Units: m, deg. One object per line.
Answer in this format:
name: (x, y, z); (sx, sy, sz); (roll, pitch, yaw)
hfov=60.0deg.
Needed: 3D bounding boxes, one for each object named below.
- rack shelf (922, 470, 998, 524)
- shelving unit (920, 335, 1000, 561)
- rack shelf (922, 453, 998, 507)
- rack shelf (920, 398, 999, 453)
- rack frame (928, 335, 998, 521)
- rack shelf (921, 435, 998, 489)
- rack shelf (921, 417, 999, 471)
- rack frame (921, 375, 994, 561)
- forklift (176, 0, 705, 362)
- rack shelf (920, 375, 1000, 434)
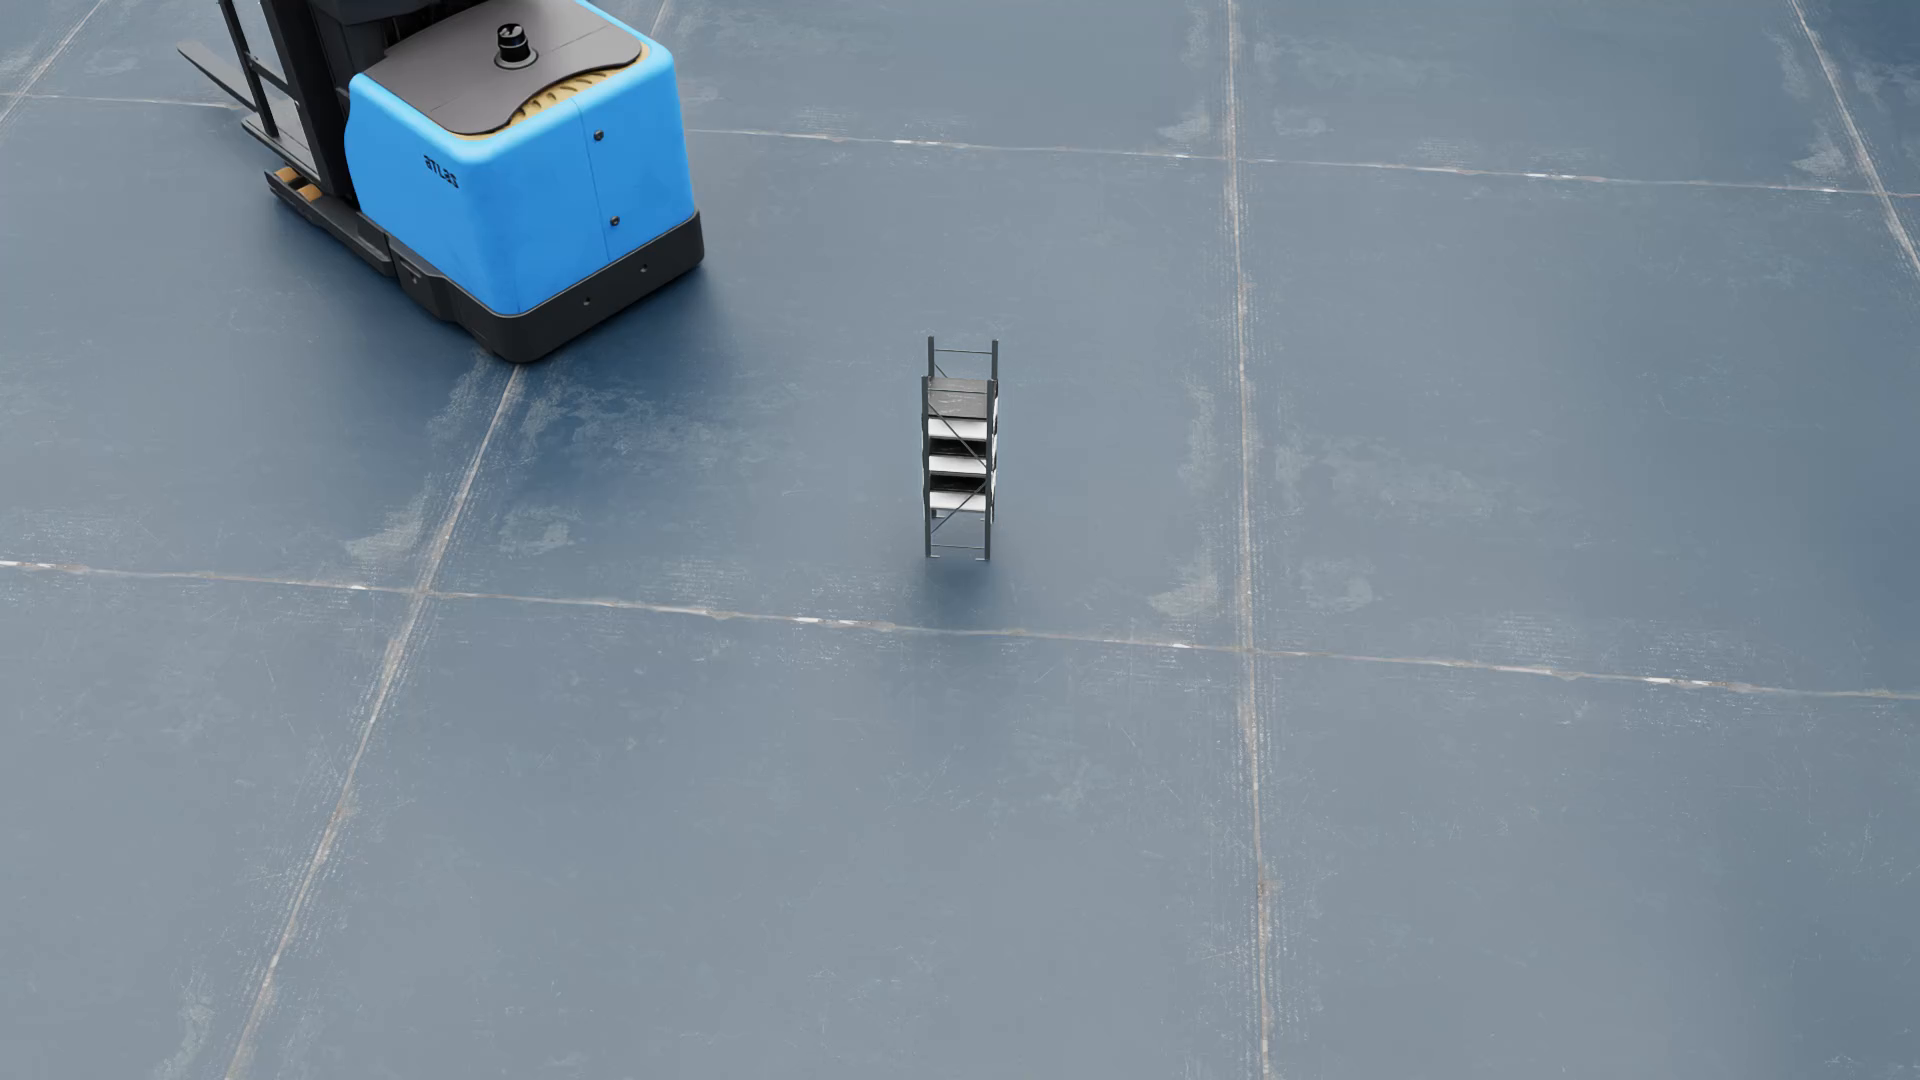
rack shelf: (0.001, -0.166, 6.081); (0.258, 0.077, 0.200); (4, 48, 4)
shelving unit: (0.001, -0.310, 5.923); (0.258, 0.900, 0.210); (4, 48, 4)
rack shelf: (0.001, -0.226, 6.014); (0.258, 0.077, 0.200); (4, 48, 4)
rack shelf: (0.001, -0.409, 5.815); (0.258, 0.077, 0.200); (4, 48, 4)
rack frame: (0.010, -0.384, 5.992); (0.240, 0.900, 0.006); (4, 48, 4)
rack shelf: (0.001, -0.287, 5.948); (0.258, 0.077, 0.200); (4, 48, 4)
rack shelf: (0.001, -0.348, 5.882); (0.258, 0.077, 0.200); (4, 48, 4)
rack frame: (-0.009, -0.235, 5.855); (0.240, 0.900, 0.006); (4, 48, 4)
forklift: (-2.533, -2.687, 6.721); (3.031, 2.935, 1.130); (35, 57, 28)
rack shelf: (0.001, -0.469, 5.749); (0.258, 0.077, 0.200); (4, 48, 4)
